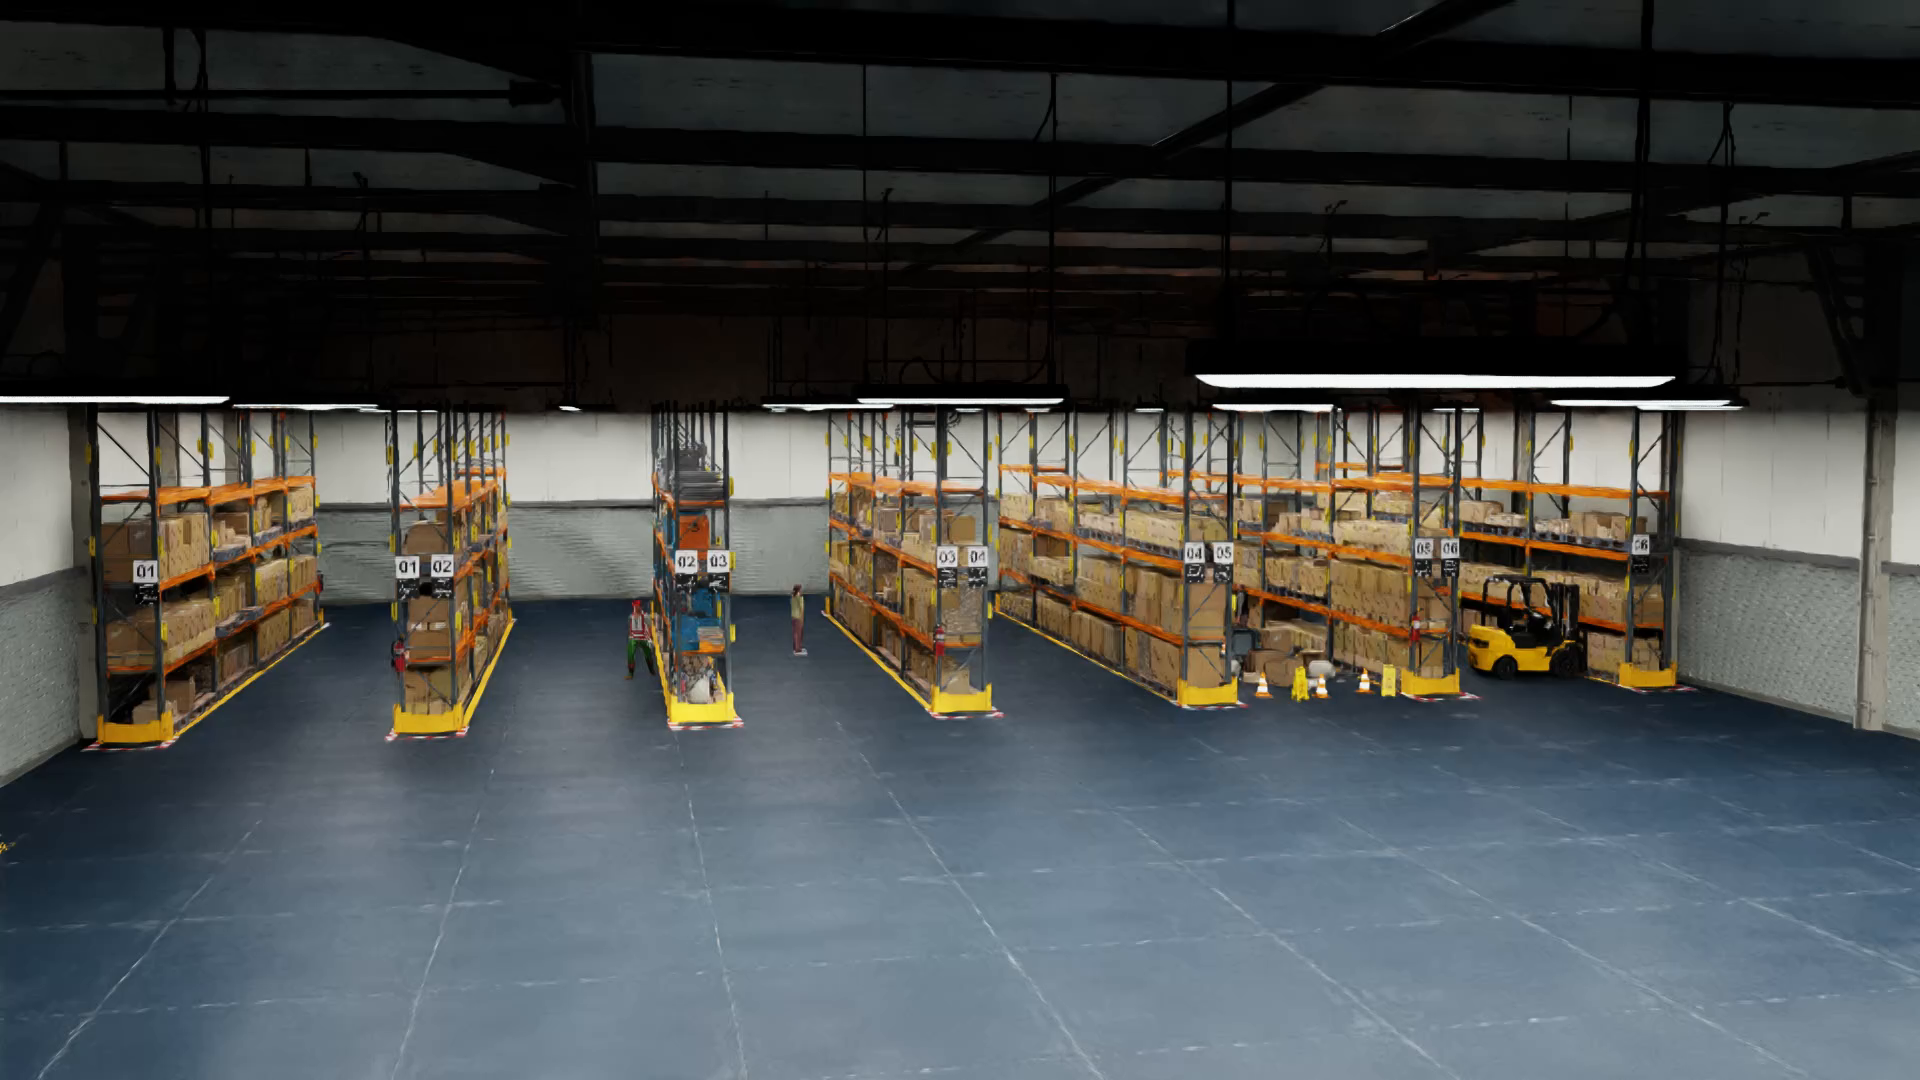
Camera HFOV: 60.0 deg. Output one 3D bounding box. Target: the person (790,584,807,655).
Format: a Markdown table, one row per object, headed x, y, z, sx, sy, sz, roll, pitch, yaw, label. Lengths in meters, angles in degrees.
| x | y | z | sx | sy | sz | roll | pitch | yaw | label |
| --- | --- | --- | --- | --- | --- | --- | --- | --- | --- |
| -3.834 | 1.881 | 39.716 | 0.441 | 1.675 | 0.498 | -4 | 6 | -40 | person |

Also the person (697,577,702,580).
| x | y | z | sx | sy | sz | roll | pitch | yaw | label |
| --- | --- | --- | --- | --- | --- | --- | --- | --- | --- |
| -7.717 | 1.270 | 48.817 | 0.568 | 1.528 | 0.780 | -3 | 5 | -31 | person |

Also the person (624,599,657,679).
| x | y | z | sx | sy | sz | roll | pitch | yaw | label |
| --- | --- | --- | --- | --- | --- | --- | --- | --- | --- |
| -6.956 | 2.140 | 36.166 | 0.598 | 1.734 | 0.988 | 1 | 4 | 8 | person |

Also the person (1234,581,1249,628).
| x | y | z | sx | sy | sz | roll | pitch | yaw | label |
| --- | --- | --- | --- | --- | --- | --- | --- | --- | --- |
| 6.746 | 1.836 | 40.080 | 0.583 | 1.707 | 0.630 | 1 | 4 | 14 | person |
